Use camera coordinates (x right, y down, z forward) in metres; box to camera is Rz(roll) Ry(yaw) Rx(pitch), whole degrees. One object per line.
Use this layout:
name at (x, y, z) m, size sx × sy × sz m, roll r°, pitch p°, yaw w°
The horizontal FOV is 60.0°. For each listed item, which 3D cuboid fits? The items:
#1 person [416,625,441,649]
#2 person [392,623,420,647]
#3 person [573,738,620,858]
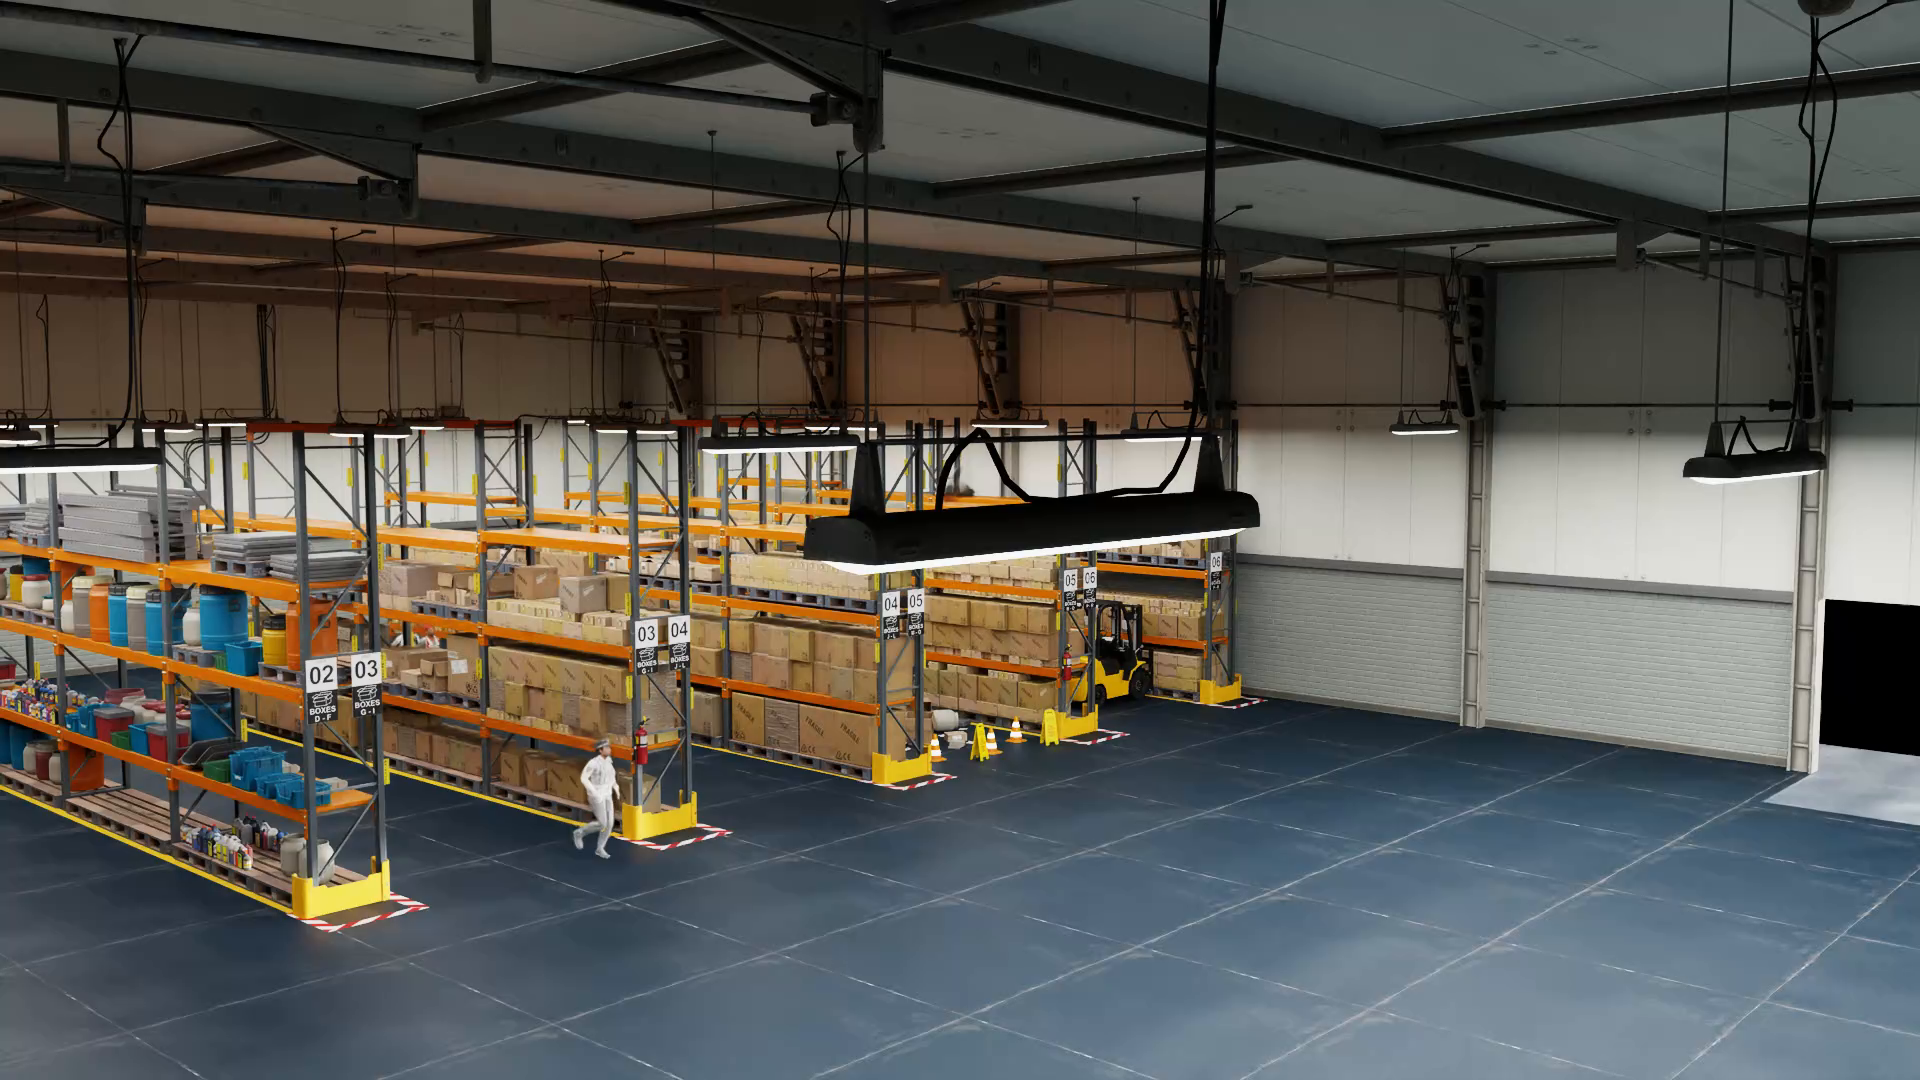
person at (-11.073, 2.612, 34.815) m, size 0.818 × 1.758 × 0.653 m, roll 4°, pitch 6°, yaw 38°
person at (-11.756, 2.622, 35.538) m, size 0.574 × 1.704 × 0.697 m, roll -5°, pitch 7°, yaw -44°
person at (-5.094, 3.611, 23.436) m, size 0.561 × 1.679 × 0.648 m, roll 2°, pitch 5°, yaw 24°
